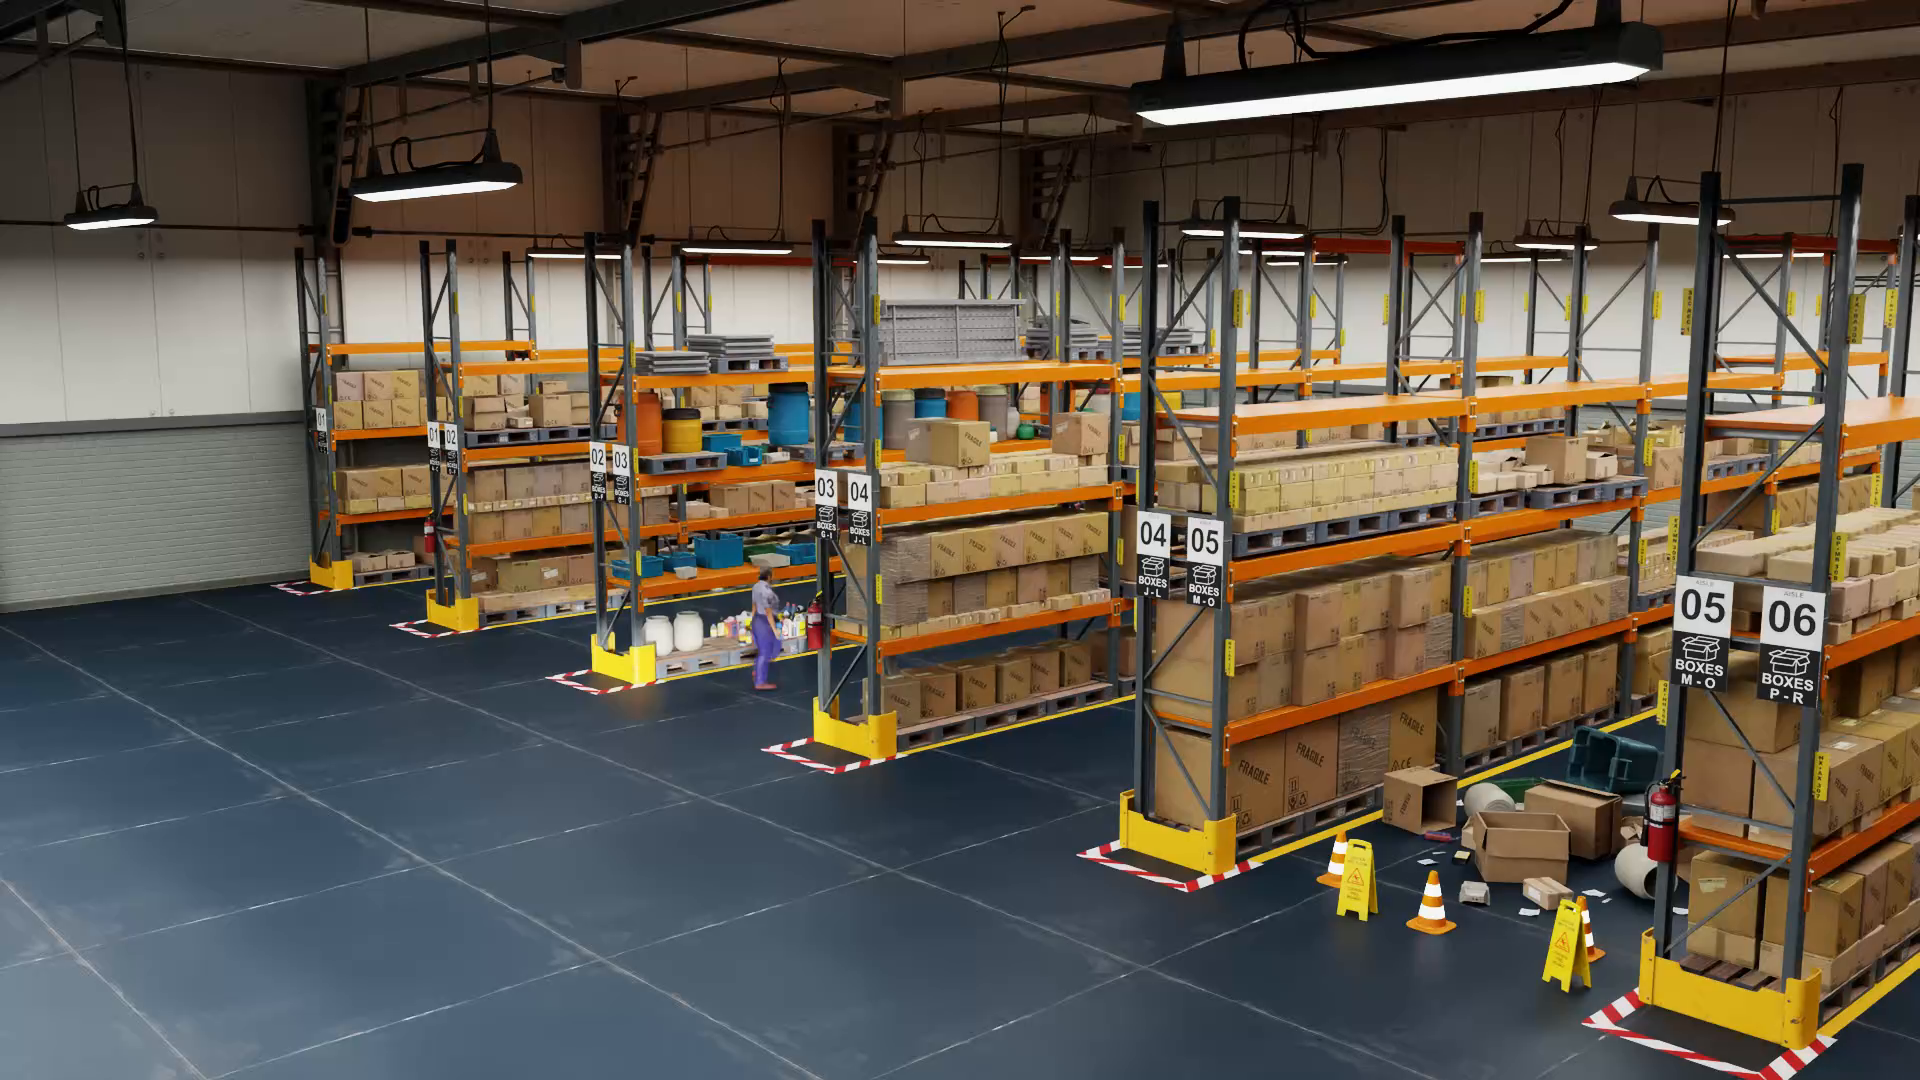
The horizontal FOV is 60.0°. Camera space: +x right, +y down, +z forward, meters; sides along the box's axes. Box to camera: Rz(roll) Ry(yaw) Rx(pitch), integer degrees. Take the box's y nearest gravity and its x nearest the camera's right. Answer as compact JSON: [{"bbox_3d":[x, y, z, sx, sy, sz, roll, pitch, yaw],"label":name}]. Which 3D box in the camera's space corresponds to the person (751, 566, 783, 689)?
[{"bbox_3d":[-2.527,1.157,21.845,0.425,1.668,0.479,-2,9,-11],"label":"person"}]

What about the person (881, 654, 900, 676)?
[{"bbox_3d":[-0.969,1.184,21.217,0.404,1.770,0.613,7,11,38],"label":"person"}]
